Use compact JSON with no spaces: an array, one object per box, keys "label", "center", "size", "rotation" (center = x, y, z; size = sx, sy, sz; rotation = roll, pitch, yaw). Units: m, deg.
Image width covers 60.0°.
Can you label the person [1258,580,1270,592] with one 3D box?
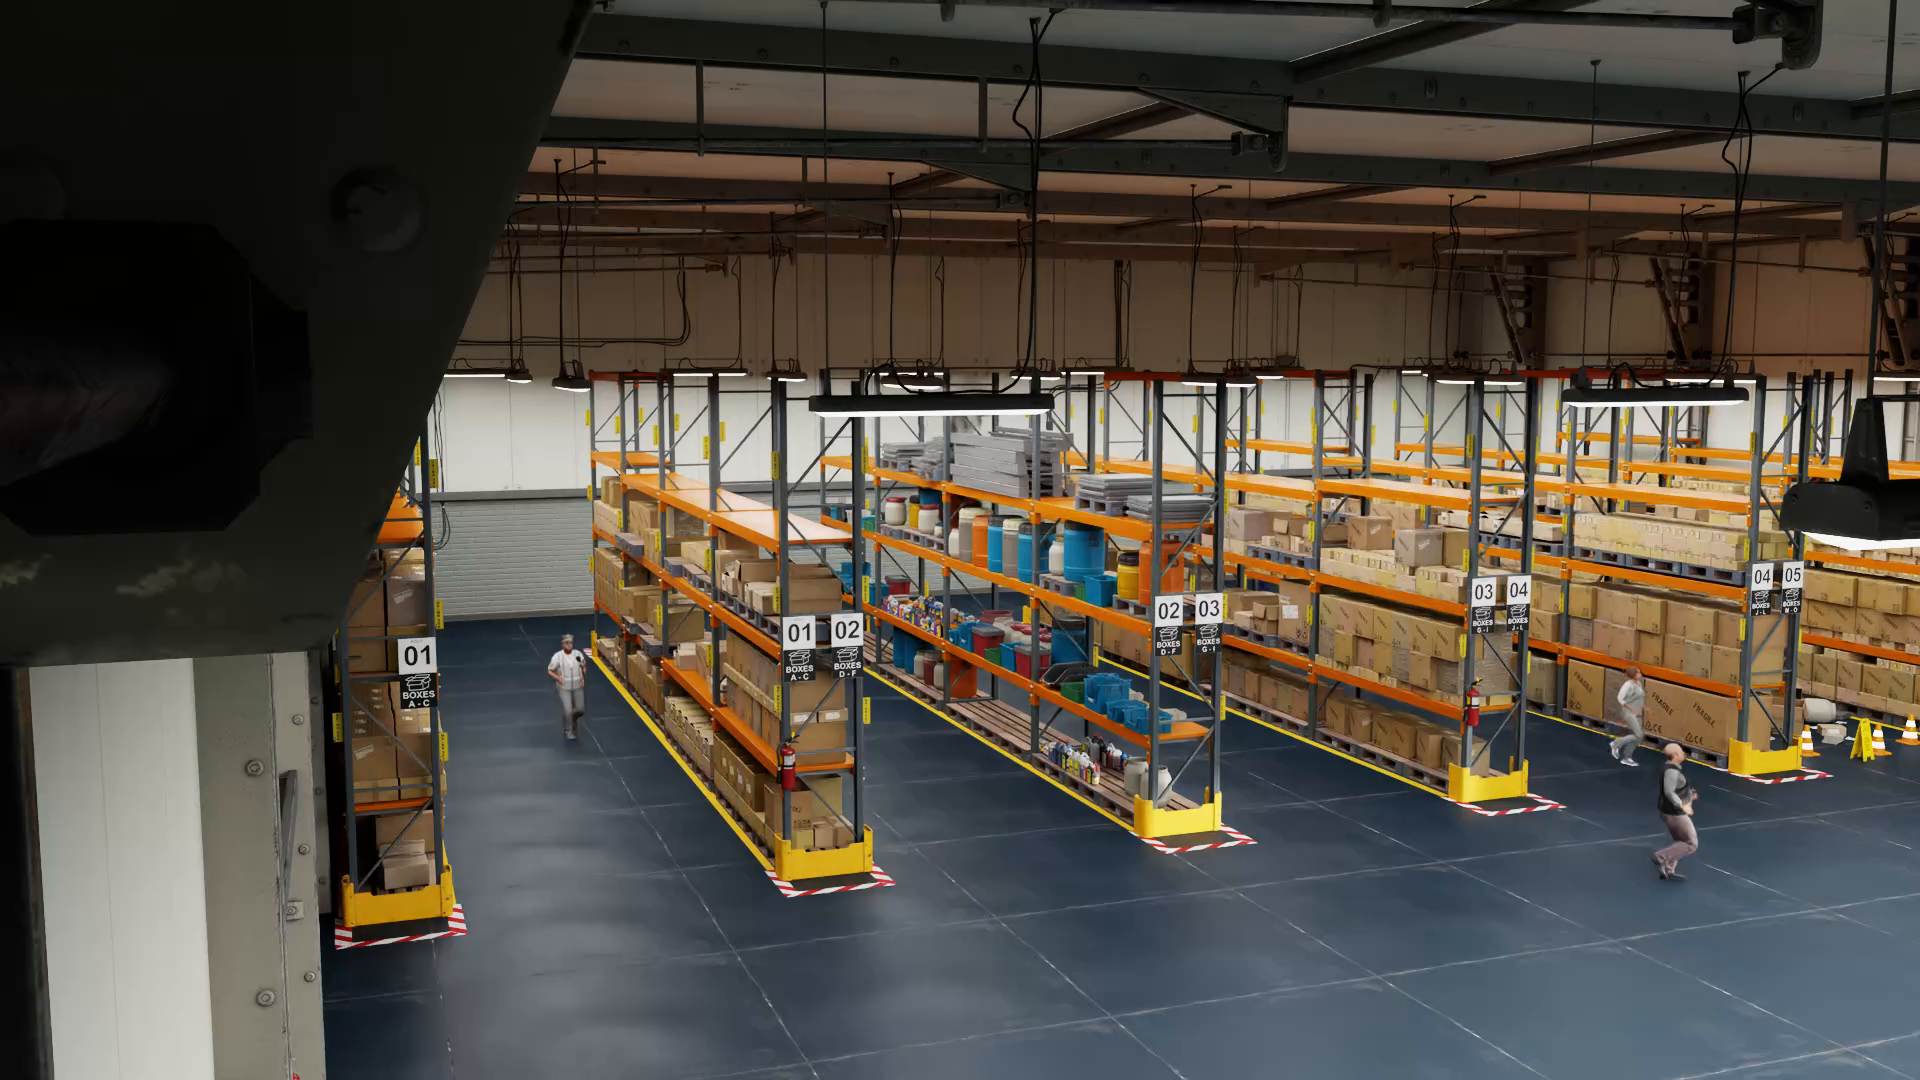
[{"label":"person","center":[7.622,0.861,41.932],"size":[0.733,1.731,0.623],"rotation":[-2,7,-20]}]

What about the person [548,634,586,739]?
[{"label":"person","center":[-6.444,2.408,27.433],"size":[0.659,1.732,0.622],"rotation":[-3,7,-29]}]

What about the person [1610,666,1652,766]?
[{"label":"person","center":[10.344,2.704,25.625],"size":[0.523,1.554,0.531],"rotation":[-6,9,-45]}]

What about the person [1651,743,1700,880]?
[{"label":"person","center":[8.611,3.271,19.976],"size":[0.598,1.674,0.655],"rotation":[1,6,8]}]
